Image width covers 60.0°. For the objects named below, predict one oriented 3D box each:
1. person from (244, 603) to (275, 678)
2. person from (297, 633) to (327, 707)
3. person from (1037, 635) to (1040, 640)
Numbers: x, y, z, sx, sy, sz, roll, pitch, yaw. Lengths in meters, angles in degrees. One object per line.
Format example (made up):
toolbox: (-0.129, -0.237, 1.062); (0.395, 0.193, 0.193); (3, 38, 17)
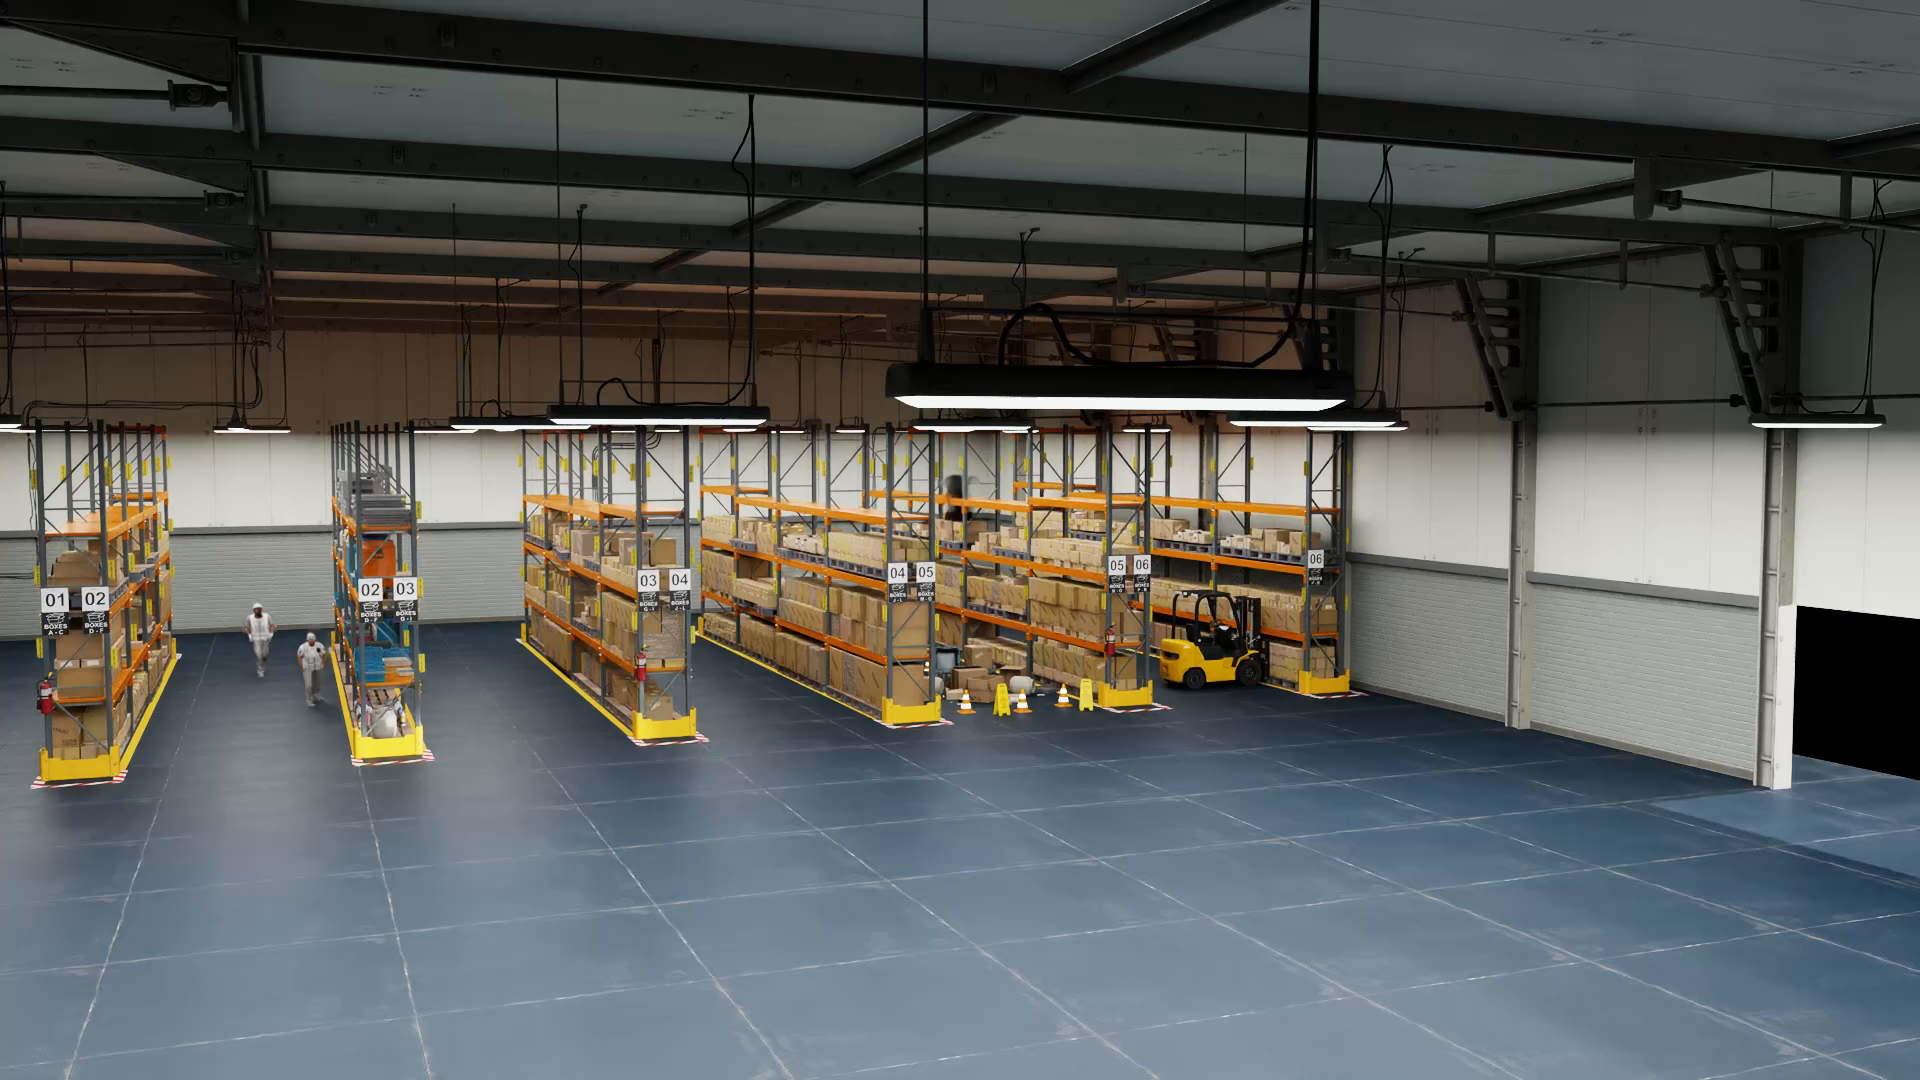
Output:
person: (-16.694, 2.374, 39.646); (0.680, 1.767, 0.718); (-2, 4, -23)
person: (-13.753, 2.734, 35.398); (0.660, 1.582, 0.846); (-3, 5, -40)
person: (2.225, 2.172, 42.993); (0.706, 1.772, 0.885); (-2, 4, -26)
